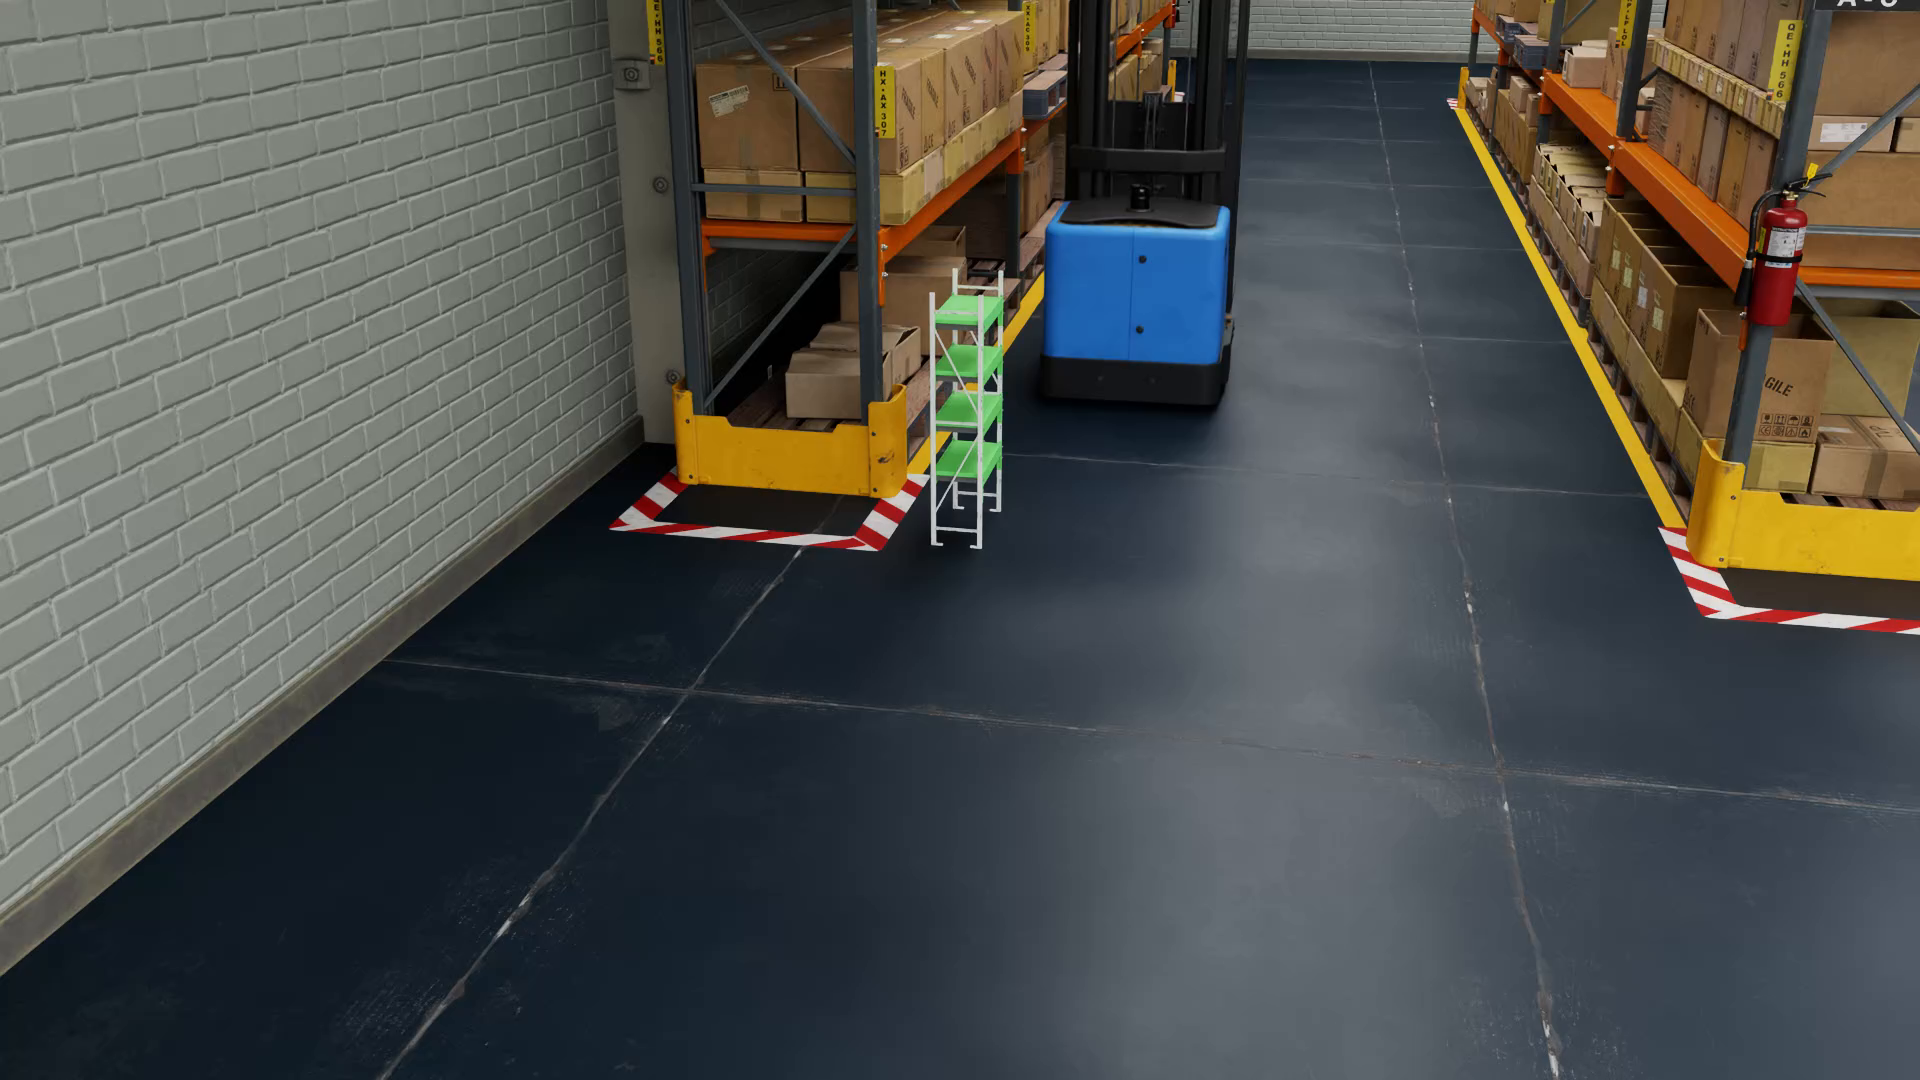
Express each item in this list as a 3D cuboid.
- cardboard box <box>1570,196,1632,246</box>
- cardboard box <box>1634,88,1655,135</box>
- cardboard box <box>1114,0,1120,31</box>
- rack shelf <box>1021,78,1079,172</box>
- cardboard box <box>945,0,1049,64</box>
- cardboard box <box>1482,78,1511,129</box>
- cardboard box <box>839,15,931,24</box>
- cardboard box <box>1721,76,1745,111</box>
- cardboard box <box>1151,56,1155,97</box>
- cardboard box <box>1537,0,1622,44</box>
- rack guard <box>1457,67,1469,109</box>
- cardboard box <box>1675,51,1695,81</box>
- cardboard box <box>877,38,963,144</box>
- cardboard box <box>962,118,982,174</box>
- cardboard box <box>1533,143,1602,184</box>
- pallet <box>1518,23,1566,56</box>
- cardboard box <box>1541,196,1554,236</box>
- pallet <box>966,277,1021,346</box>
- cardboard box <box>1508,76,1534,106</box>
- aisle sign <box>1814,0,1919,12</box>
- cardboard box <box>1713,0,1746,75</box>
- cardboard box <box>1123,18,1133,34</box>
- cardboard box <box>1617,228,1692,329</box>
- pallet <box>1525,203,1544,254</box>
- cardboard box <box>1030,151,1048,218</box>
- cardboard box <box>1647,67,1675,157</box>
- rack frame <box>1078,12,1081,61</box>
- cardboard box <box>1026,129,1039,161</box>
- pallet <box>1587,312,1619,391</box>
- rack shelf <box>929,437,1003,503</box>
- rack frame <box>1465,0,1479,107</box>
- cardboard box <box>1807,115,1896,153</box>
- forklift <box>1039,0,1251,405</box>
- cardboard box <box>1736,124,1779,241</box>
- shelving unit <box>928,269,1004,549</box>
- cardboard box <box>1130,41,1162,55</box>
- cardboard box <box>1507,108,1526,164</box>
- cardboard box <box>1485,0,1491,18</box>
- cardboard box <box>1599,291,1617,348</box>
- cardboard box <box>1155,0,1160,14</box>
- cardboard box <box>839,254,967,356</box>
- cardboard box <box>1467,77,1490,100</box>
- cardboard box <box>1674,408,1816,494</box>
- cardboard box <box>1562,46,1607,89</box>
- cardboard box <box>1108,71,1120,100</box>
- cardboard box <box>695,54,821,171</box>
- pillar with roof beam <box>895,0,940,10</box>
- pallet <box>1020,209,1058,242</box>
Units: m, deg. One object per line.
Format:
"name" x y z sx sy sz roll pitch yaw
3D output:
"cardboard box" 4.684 -2.304 11.927 0.500 0.311 0.500 5 22 12
"cardboard box" 4.839 -2.878 11.184 0.500 0.250 0.500 6 23 14
"cardboard box" 1.316 -5.327 16.506 0.500 0.500 0.500 4 22 11
"rack shelf" 0.340 -3.538 13.586 1.077 0.370 4.000 4 22 11
"cardboard box" 0.293 -4.021 13.100 0.700 0.500 0.500 8 23 18
"cardboard box" 6.253 -4.964 18.921 0.500 0.500 0.500 4 22 11
"cardboard box" -0.478 -3.083 10.663 0.500 0.500 0.500 4 22 11
"cardboard box" 4.120 -2.276 8.488 0.380 0.149 0.250 5 22 12
"cardboard box" 2.131 -5.933 21.355 0.700 0.500 0.500 4 22 9
"cardboard box" 5.616 -4.707 14.829 0.700 0.500 0.500 -3 22 -7
"rack guard" 7.215 -5.965 21.996 1.175 0.500 0.348 4 22 11
"cardboard box" 4.383 -2.745 9.653 0.380 0.149 0.250 4 22 10
"cardboard box" -0.271 -2.485 9.178 0.500 0.500 0.500 4 22 9
"cardboard box" -0.167 -2.333 9.804 0.500 0.250 0.500 5 22 11
"cardboard box" 5.203 -3.237 14.243 0.500 0.311 0.500 5 23 13
"pallet" 5.990 -4.849 16.136 1.003 0.211 1.213 4 22 11
"cardboard box" 5.002 -2.602 13.418 0.500 0.250 0.500 4 22 10
"pallet" -0.171 -1.598 11.539 1.003 0.211 1.213 4 22 11
"cardboard box" 5.873 -4.558 16.909 0.500 0.250 0.500 5 22 11
"aisle sign" 3.664 -2.505 6.579 0.394 0.787 0.004 4 22 11
"cardboard box" 4.390 -2.698 8.668 0.700 0.500 0.500 4 22 11
"cardboard box" 1.650 -5.527 17.871 0.380 0.149 0.250 4 22 11
"cardboard box" 4.177 -1.519 9.726 0.500 0.500 0.500 4 22 11
"pallet" 5.392 -2.635 14.114 1.003 0.211 1.213 4 22 11
"cardboard box" 0.359 -3.017 14.086 0.700 0.500 0.500 4 22 11
"cardboard box" 4.697 -2.647 10.278 0.700 0.500 0.500 4 22 10
"rack frame" 0.748 -4.603 15.267 1.000 3.000 0.127 4 22 11
"cardboard box" 0.374 -3.336 13.875 0.500 0.250 0.500 4 22 11
"pallet" 4.578 -1.183 10.507 1.003 0.211 1.213 4 22 11
"rack shelf" 0.034 -0.335 7.893 0.258 0.148 0.480 4 22 11
"rack frame" 7.230 -7.152 21.598 1.000 3.000 0.127 4 22 11
"cardboard box" 3.857 -1.802 7.312 0.380 0.149 0.250 4 22 10
"forklift" 1.247 -2.654 10.521 1.130 2.935 3.031 4 22 10
"cardboard box" 4.176 -1.709 7.949 0.700 0.500 0.500 5 22 12
"shelving unit" 0.034 -0.617 7.780 0.258 1.200 0.503 4 22 11
"cardboard box" 2.436 -6.447 21.761 0.380 0.149 0.250 5 22 12
"cardboard box" 5.766 -4.013 16.559 0.500 0.500 0.500 4 22 9
"cardboard box" 6.573 -6.501 19.848 0.500 0.500 0.500 5 22 12
"cardboard box" 4.283 -1.354 10.319 0.500 0.250 0.500 4 22 11
"cardboard box" 1.984 -6.935 20.657 0.980 0.700 0.700 3 22 8
"cardboard box" -0.341 -1.441 10.173 0.700 0.500 0.500 3 22 8
"cardboard box" 6.740 -5.721 21.135 0.500 0.250 0.500 4 22 11
"cardboard box" 3.786 -0.439 8.047 0.500 0.250 0.500 4 22 11
"cardboard box" 5.226 -3.873 13.574 0.500 0.311 0.500 4 22 10
"cardboard box" 1.211 -4.379 17.028 0.750 0.750 0.750 4 22 11
"cardboard box" -0.997 -2.153 8.355 0.500 0.500 0.500 4 22 10
"pillar with roof beam" 3.850 -6.648 12.315 9.100 9.000 0.400 4 22 11
"pallet" 0.336 -2.579 13.974 1.003 0.211 1.213 4 22 11
